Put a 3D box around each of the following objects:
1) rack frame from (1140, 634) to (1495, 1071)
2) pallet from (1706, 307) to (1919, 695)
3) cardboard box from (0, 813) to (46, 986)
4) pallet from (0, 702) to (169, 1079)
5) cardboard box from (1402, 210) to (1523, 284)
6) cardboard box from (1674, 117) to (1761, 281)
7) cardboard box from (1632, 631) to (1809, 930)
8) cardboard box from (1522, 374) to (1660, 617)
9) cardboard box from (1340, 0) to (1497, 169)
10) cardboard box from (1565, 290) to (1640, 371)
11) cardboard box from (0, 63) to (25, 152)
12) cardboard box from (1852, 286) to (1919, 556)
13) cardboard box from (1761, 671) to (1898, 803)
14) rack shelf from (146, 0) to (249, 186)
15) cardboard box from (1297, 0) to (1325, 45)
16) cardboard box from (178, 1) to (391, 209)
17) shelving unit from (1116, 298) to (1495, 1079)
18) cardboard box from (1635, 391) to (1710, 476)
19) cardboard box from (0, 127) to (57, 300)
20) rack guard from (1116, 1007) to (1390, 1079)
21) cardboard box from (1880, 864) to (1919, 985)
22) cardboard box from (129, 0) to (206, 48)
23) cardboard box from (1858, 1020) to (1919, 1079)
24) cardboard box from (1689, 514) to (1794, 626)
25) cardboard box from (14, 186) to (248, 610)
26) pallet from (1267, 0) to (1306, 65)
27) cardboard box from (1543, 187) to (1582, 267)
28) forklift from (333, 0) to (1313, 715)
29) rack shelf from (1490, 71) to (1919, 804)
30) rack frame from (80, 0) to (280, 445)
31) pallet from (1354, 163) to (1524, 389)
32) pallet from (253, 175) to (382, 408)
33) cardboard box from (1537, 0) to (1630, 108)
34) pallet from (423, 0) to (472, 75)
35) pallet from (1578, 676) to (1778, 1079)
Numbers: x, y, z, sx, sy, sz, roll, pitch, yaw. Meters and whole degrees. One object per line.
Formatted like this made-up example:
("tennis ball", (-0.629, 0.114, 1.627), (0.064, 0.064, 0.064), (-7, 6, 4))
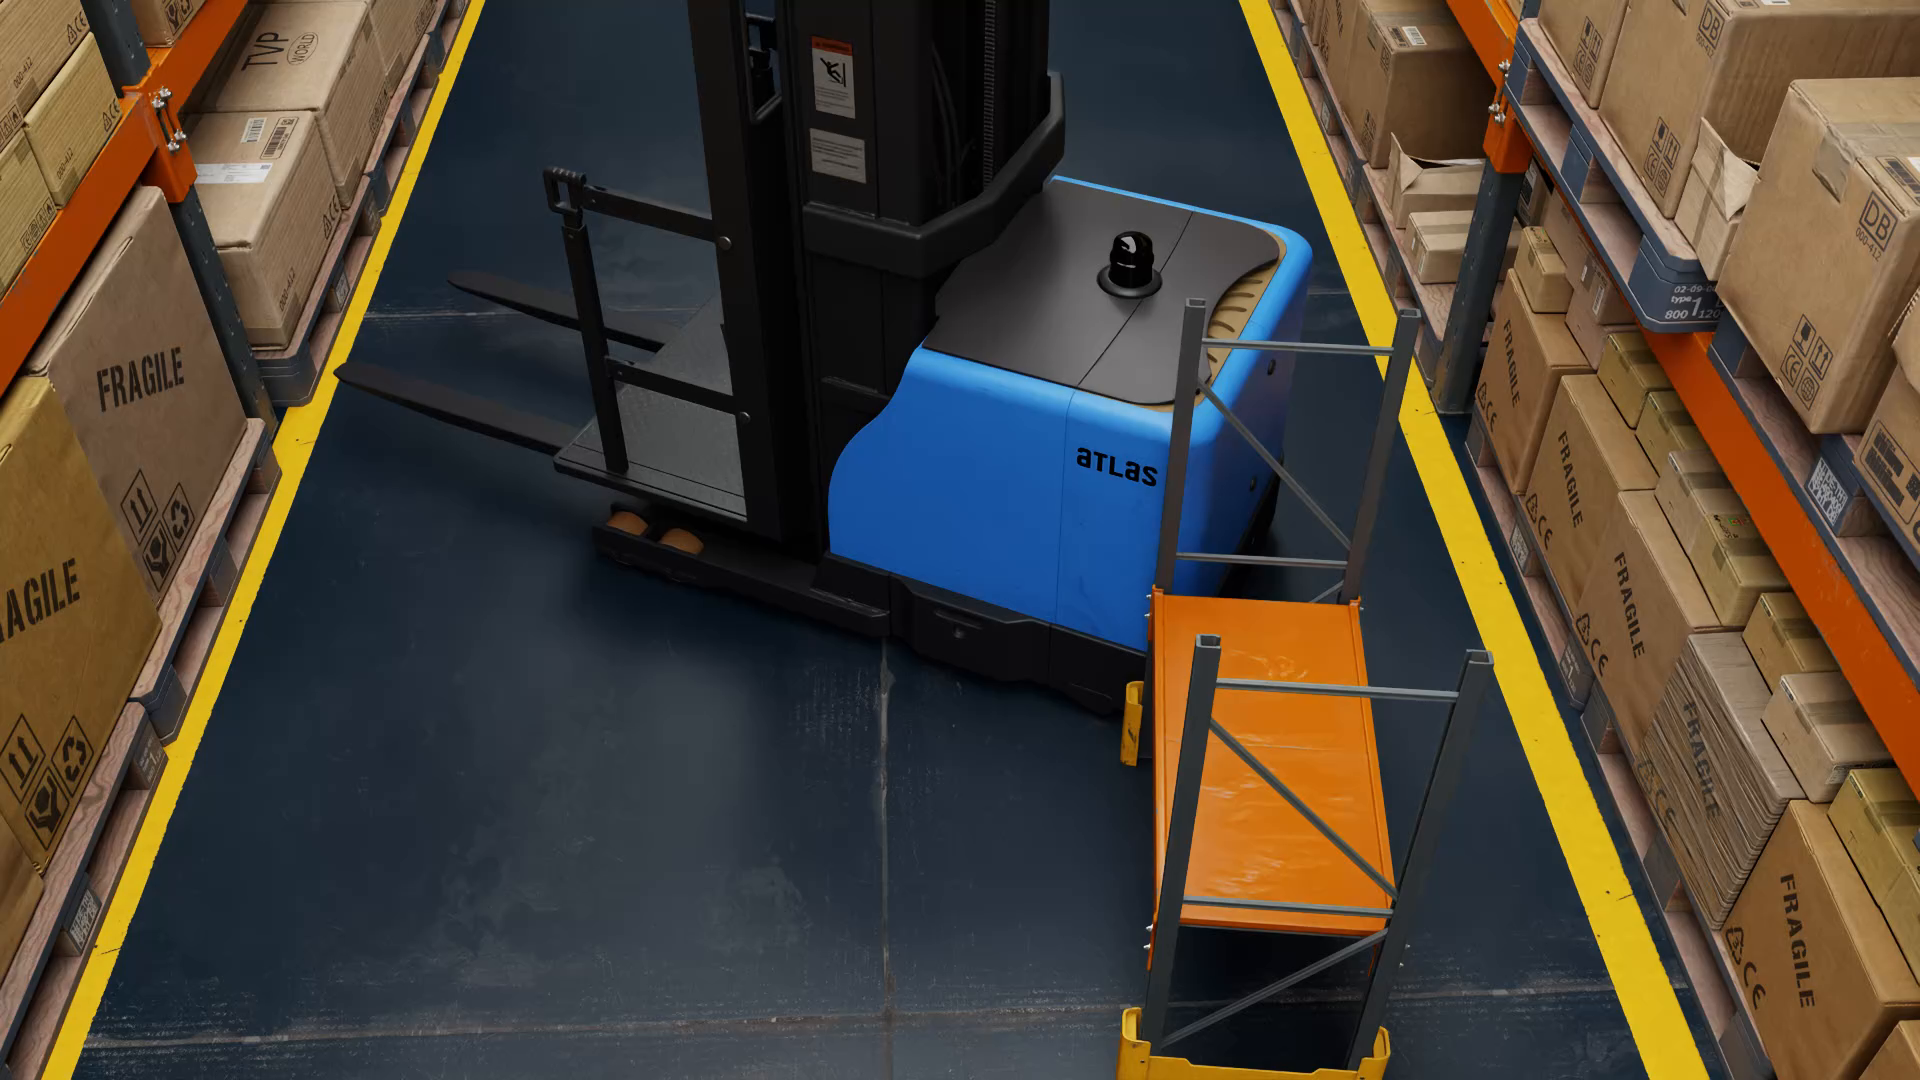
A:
("rack frame", (0.653, 0.738, 3.335), (0.500, 1.500, 0.032), (3, 43, 3))
("pallet", (2.222, -0.128, 3.311), (1.003, 0.211, 1.213), (-2, 43, -2))
("cardboard box", (-2.630, 0.817, 3.401), (0.875, 0.875, 0.875), (-1, 43, -1))
("pallet", (-2.657, 0.931, 4.078), (1.003, 0.211, 1.213), (-2, 43, -2))
("cardboard box", (1.822, -1.058, 5.983), (0.380, 0.149, 0.250), (-3, 43, -3))
("cardboard box", (1.815, -0.742, 3.629), (0.396, 0.266, 0.258), (0, 43, 0))
("cardboard box", (2.000, 0.560, 3.958), (0.500, 0.500, 0.500), (-3, 43, -3))
("cardboard box", (1.968, -0.127, 4.708), (0.500, 0.500, 0.500), (-2, 43, -2))
("cardboard box", (1.942, -1.825, 6.560), (0.700, 0.500, 0.500), (-3, 43, -3))
("cardboard box", (1.978, -0.624, 4.770), (0.380, 0.149, 0.250), (-3, 43, -3))
("cardboard box", (-2.529, -0.942, 3.799), (0.500, 0.250, 0.500), (-1, 43, -1))
("cardboard box", (2.055, -0.175, 2.834), (0.797, 0.503, 0.637), (-3, 43, -3))
("cardboard box", (2.007, 0.420, 3.631), (0.380, 0.149, 0.250), (-4, 43, -4))
("rack shelf", (-2.905, -2.526, 6.318), (1.077, 0.370, 4.000), (-2, 43, -2))
("cardboard box", (1.898, -2.526, 7.325), (0.700, 0.500, 0.500), (0, 43, 0))
("cardboard box", (-2.778, -1.683, 6.451), (0.875, 0.438, 0.875), (-3, 43, -3))
("shelving unit", (0.696, 0.389, 3.715), (0.587, 1.500, 1.083), (3, 43, 3))
("cardboard box", (2.025, -0.266, 4.380), (0.380, 0.149, 0.250), (-2, 43, -3))
("cardboard box", (-2.528, -0.746, 3.955), (0.500, 0.250, 0.500), (-2, 43, -2))
("rack guard", (0.655, 1.185, 3.772), (0.587, 0.250, 0.087), (3, 43, 3))
("cardboard box", (2.060, 0.774, 3.245), (0.380, 0.149, 0.250), (0, 43, -1))
("cardboard box", (-2.578, -1.802, 4.922), (0.500, 0.500, 0.500), (0, 43, 0))
("cardboard box", (2.066, 1.263, 3.191), (0.500, 0.500, 0.500), (-2, 43, -2))
("cardboard box", (2.007, 0.071, 4.012), (0.380, 0.149, 0.250), (0, 43, 0))
("cardboard box", (-2.713, -0.396, 4.724), (0.875, 0.875, 0.875), (0, 43, 0))
("pallet", (2.008, -2.669, 8.006), (1.003, 0.211, 1.213), (-2, 43, -2))
("cardboard box", (1.949, -0.920, 4.873), (0.380, 0.149, 0.250), (-2, 43, -3))
("forklift", (-0.572, -1.256, 4.451), (3.031, 2.935, 1.130), (17, 45, 18))
("rack shelf", (2.224, 0.029, 3.531), (1.077, 0.370, 4.000), (-2, 43, -2))
("rack frame", (-2.820, -1.441, 4.602), (1.000, 3.000, 0.127), (-2, 43, -2))
("pallet", (2.111, -1.022, 6.209), (1.003, 0.211, 1.213), (-2, 43, -2))
("pallet", (-2.774, -0.929, 6.107), (1.003, 0.211, 1.213), (-2, 43, -2))
("cardboard box", (1.936, -1.445, 4.222), (0.700, 0.500, 0.500), (-1, 43, -1))
("pallet", (-2.877, -2.576, 7.904), (1.003, 0.211, 1.213), (-2, 43, -2))
("pallet", (2.266, 0.816, 4.204), (1.003, 0.211, 1.213), (-2, 43, -2))
